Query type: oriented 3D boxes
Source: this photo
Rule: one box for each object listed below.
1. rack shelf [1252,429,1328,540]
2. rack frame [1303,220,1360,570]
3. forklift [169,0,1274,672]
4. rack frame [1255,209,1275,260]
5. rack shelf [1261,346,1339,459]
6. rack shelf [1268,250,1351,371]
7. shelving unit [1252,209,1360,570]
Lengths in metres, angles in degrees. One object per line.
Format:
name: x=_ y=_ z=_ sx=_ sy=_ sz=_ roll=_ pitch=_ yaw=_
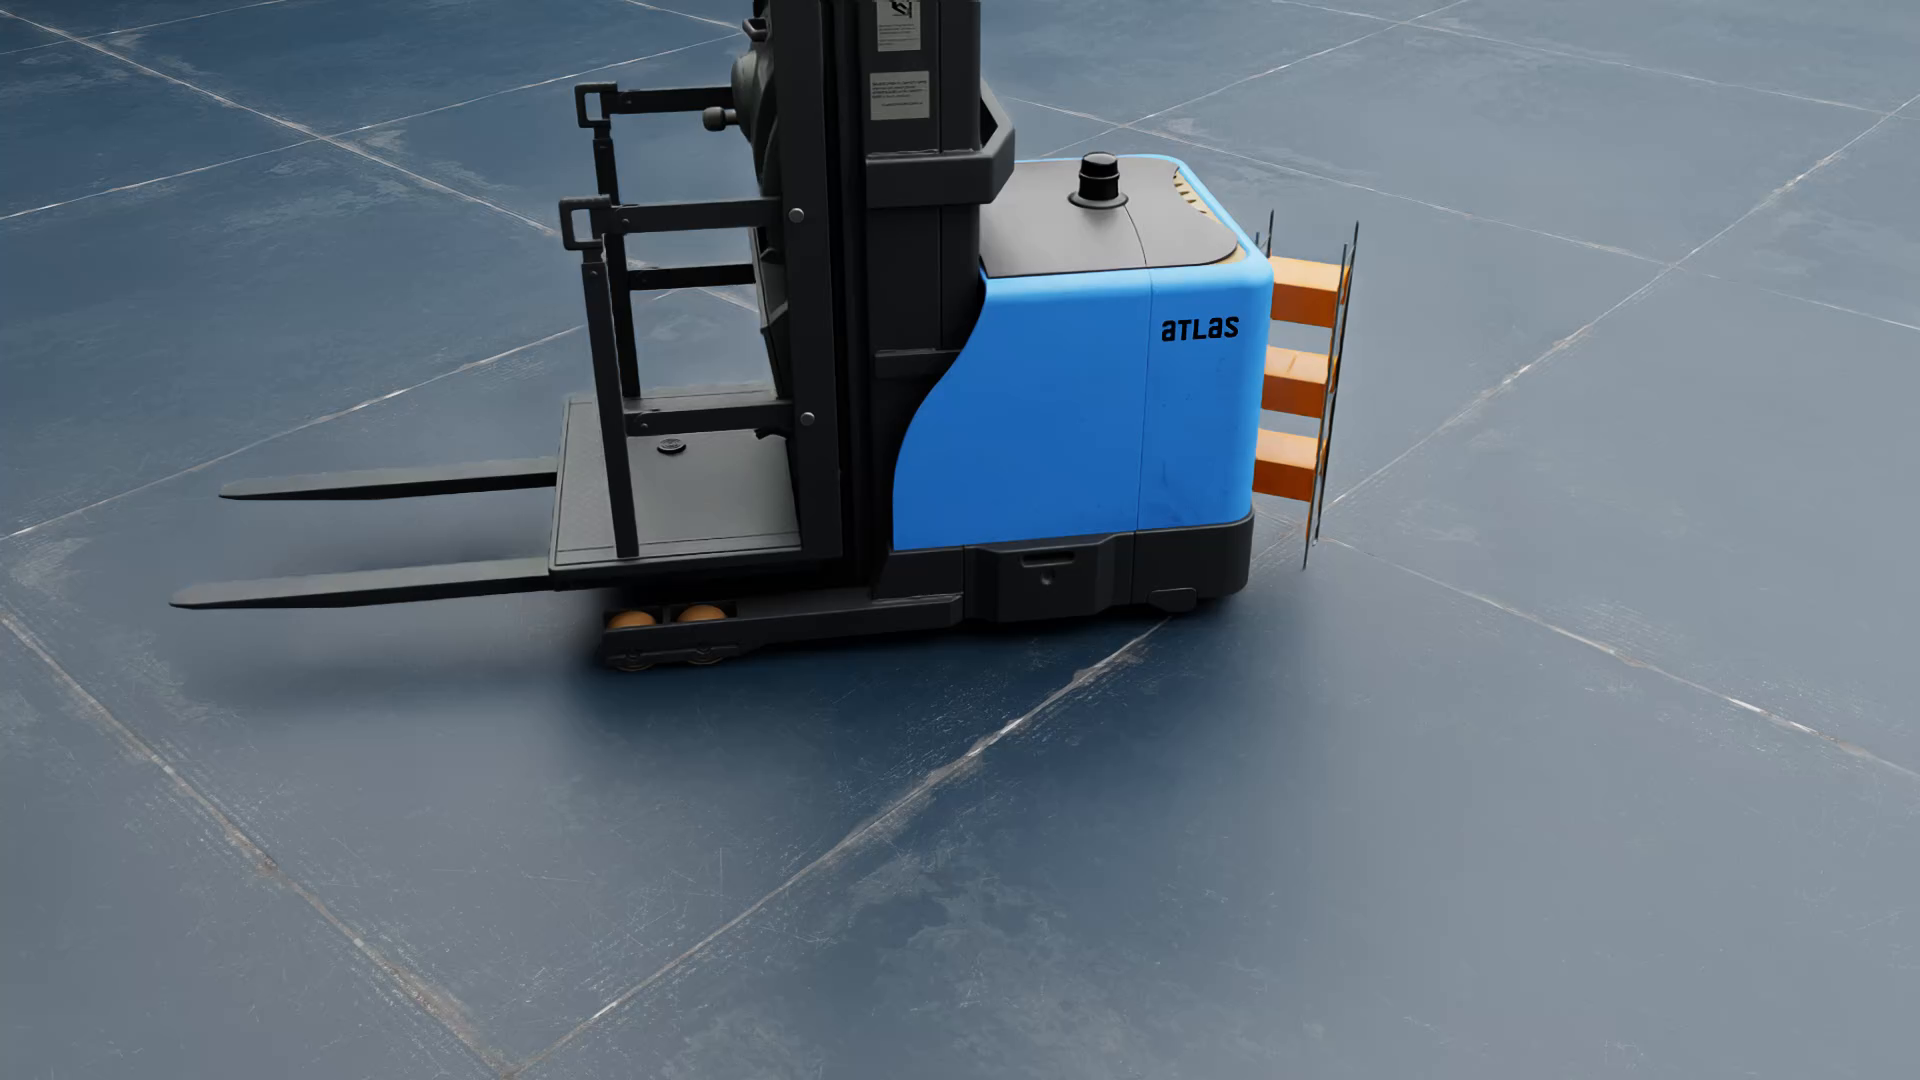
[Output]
rack shelf: x=0.978 y=-0.182 z=5.092 sx=0.240 sy=0.259 sz=0.215 roll=12 pitch=32 yaw=18
rack frame: x=1.092 y=-0.408 z=4.907 sx=0.008 sy=1.050 sz=0.200 roll=12 pitch=32 yaw=18
forklift: x=-0.712 y=-1.182 z=4.372 sx=3.031 sy=2.935 sz=1.130 roll=-5 pitch=31 yaw=-8
rack frame: x=0.866 y=-0.454 z=4.984 sx=0.008 sy=1.050 sz=0.200 roll=12 pitch=32 yaw=18
rack shelf: x=0.979 y=-0.422 z=4.951 sx=0.240 sy=0.259 sz=0.215 roll=12 pitch=32 yaw=18
rack shelf: x=0.980 y=-0.666 z=4.807 sx=0.240 sy=0.259 sz=0.215 roll=12 pitch=32 yaw=18
shelving unit: x=0.979 y=-0.431 z=4.946 sx=0.252 sy=1.050 sz=0.215 roll=12 pitch=32 yaw=18
